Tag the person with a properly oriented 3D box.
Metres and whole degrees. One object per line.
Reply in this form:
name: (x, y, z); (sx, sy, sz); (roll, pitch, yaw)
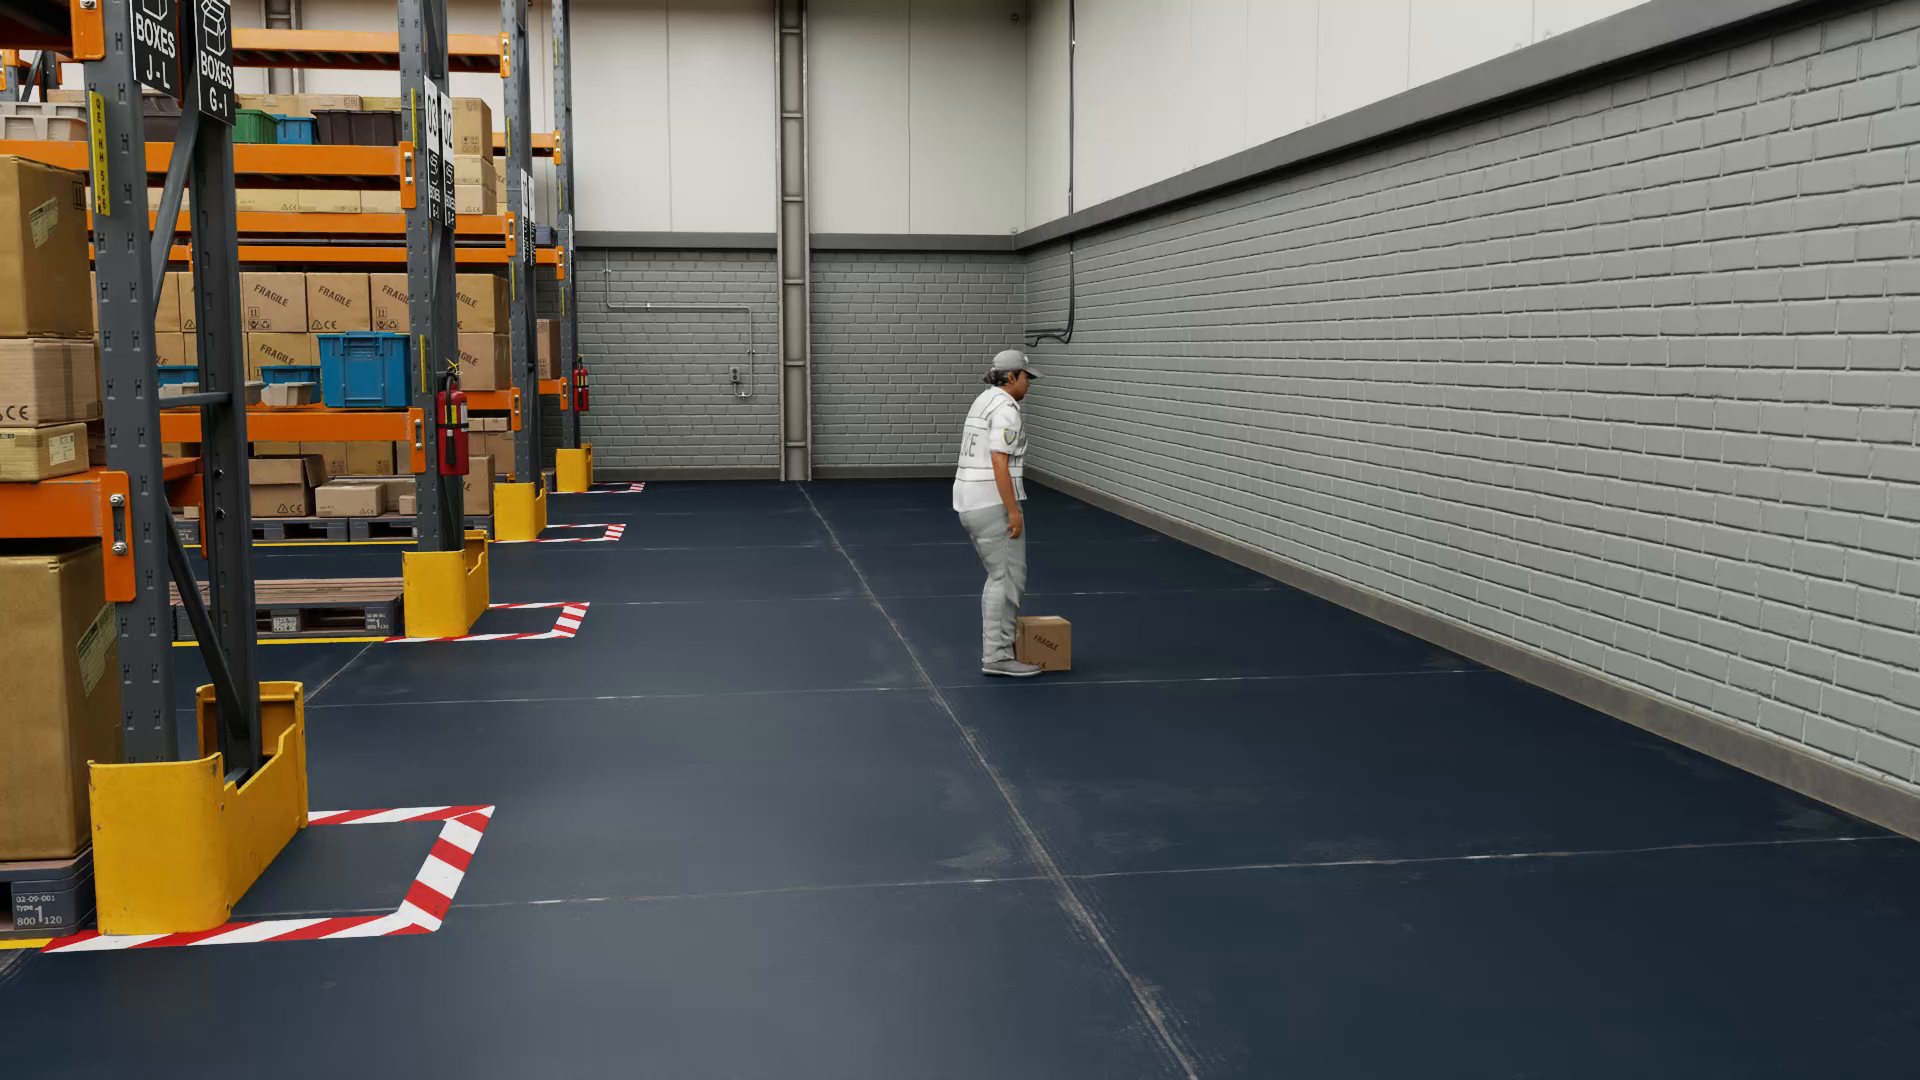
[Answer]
person: (0.215, -0.153, 8.638); (0.470, 1.665, 0.560); (-1, 7, -12)
